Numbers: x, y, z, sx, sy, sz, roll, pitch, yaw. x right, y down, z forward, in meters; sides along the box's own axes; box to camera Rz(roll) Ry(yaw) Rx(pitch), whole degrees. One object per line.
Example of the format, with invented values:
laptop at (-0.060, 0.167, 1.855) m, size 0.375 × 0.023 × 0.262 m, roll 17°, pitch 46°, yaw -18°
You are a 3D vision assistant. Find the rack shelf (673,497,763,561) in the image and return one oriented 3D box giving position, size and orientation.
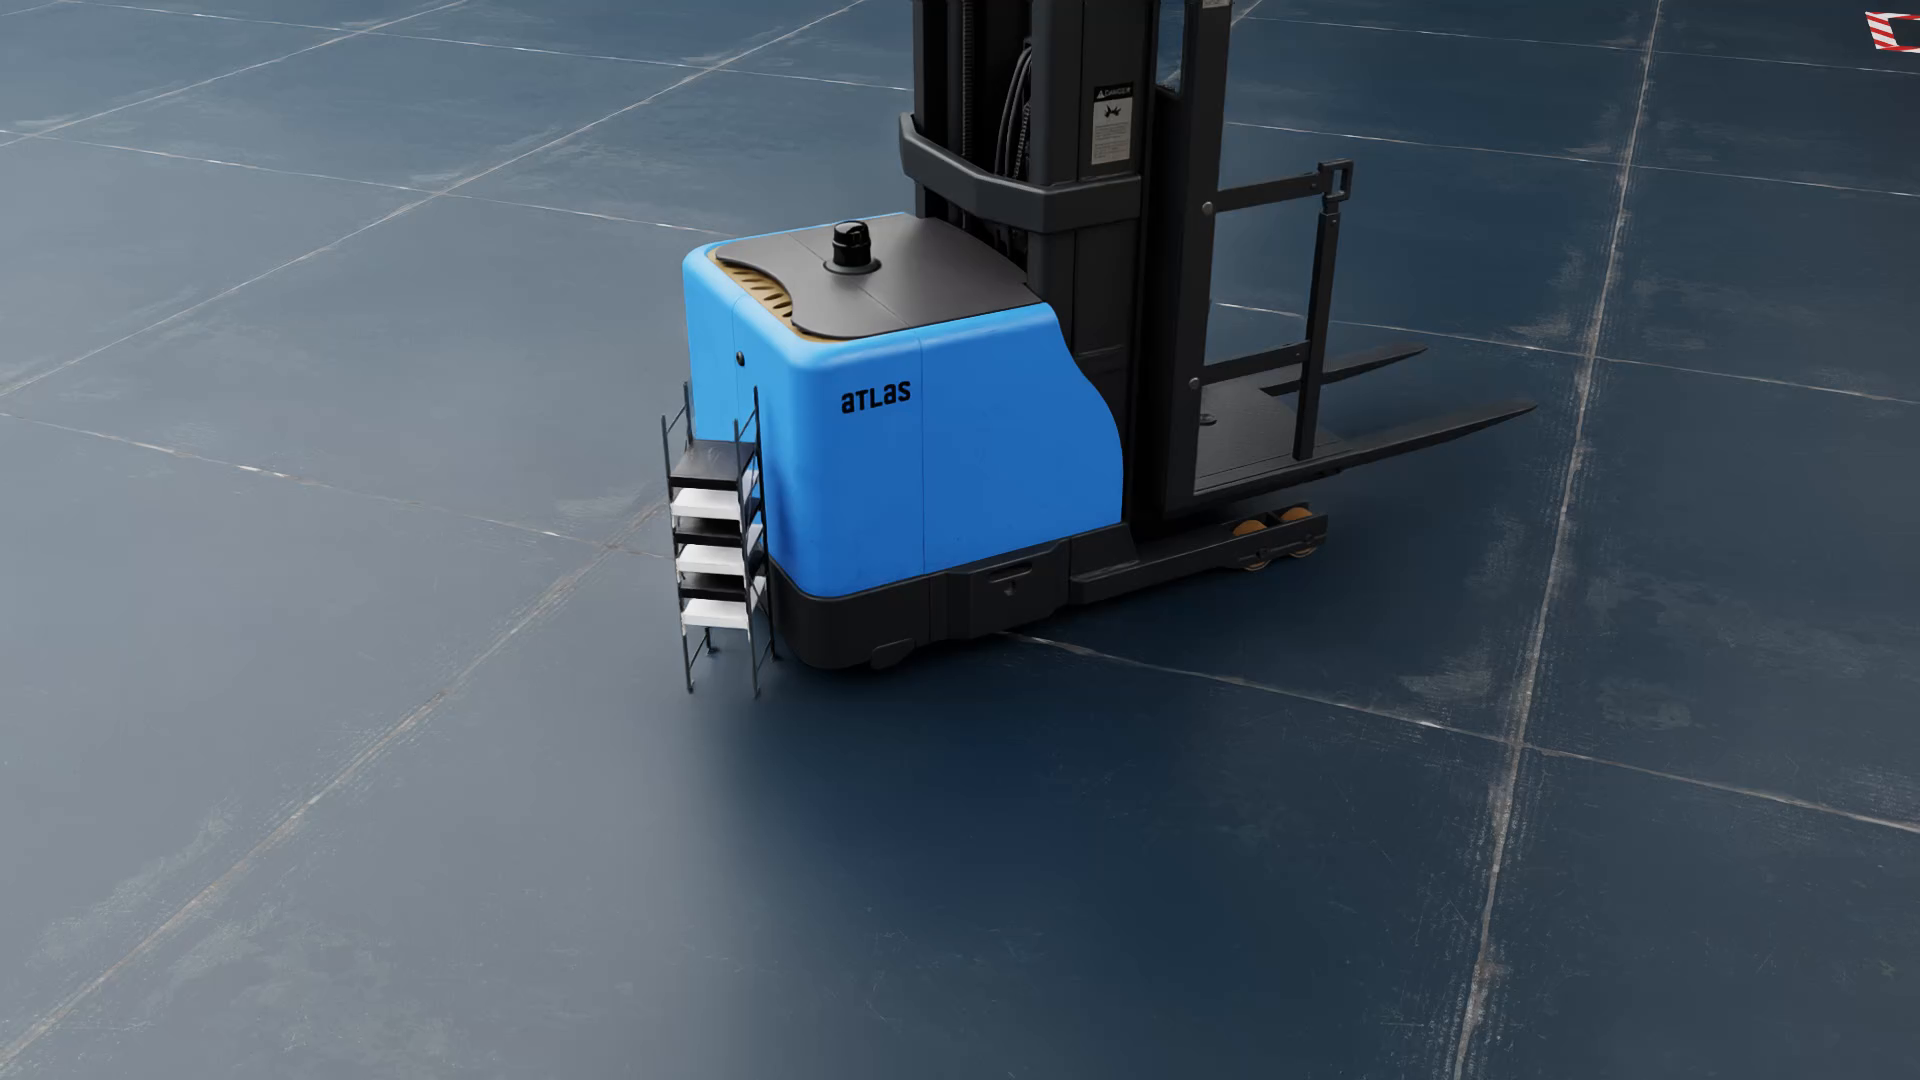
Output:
rack shelf at (-0.692, -0.042, 4.795) m, size 0.200 × 0.077 × 0.258 m, roll 4°, pitch 30°, yaw 7°

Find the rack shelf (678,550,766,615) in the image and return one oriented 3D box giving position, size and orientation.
rack shelf at (-0.692, 0.114, 4.884) m, size 0.200 × 0.077 × 0.258 m, roll 4°, pitch 30°, yaw 7°

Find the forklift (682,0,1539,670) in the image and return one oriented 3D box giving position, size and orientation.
forklift at (0.667, -1.387, 5.225) m, size 3.031 × 2.935 × 1.130 m, roll -15°, pitch 33°, yaw -24°

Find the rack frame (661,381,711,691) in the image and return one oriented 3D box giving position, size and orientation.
rack frame at (-0.793, 0.000, 4.835) m, size 0.006 × 0.900 × 0.240 m, roll 4°, pitch 30°, yaw 7°

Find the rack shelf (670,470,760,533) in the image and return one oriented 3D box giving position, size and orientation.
rack shelf at (-0.692, -0.121, 4.751) m, size 0.200 × 0.077 × 0.258 m, roll 4°, pitch 30°, yaw 7°

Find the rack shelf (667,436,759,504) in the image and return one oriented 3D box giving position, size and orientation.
rack shelf at (-0.692, -0.199, 4.707) m, size 0.200 × 0.077 × 0.258 m, roll 4°, pitch 30°, yaw 7°

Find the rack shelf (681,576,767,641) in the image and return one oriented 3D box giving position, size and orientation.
rack shelf at (-0.692, 0.193, 4.928) m, size 0.200 × 0.077 × 0.258 m, roll 4°, pitch 30°, yaw 7°

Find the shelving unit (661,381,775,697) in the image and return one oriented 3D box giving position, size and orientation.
shelving unit at (-0.692, 0.007, 4.823) m, size 0.210 × 0.900 × 0.258 m, roll 4°, pitch 30°, yaw 7°

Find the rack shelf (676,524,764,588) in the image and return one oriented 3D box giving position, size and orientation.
rack shelf at (-0.692, 0.036, 4.840) m, size 0.200 × 0.077 × 0.258 m, roll 4°, pitch 30°, yaw 7°

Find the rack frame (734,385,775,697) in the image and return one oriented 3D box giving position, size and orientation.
rack frame at (-0.592, 0.014, 4.811) m, size 0.006 × 0.900 × 0.240 m, roll 4°, pitch 30°, yaw 7°
